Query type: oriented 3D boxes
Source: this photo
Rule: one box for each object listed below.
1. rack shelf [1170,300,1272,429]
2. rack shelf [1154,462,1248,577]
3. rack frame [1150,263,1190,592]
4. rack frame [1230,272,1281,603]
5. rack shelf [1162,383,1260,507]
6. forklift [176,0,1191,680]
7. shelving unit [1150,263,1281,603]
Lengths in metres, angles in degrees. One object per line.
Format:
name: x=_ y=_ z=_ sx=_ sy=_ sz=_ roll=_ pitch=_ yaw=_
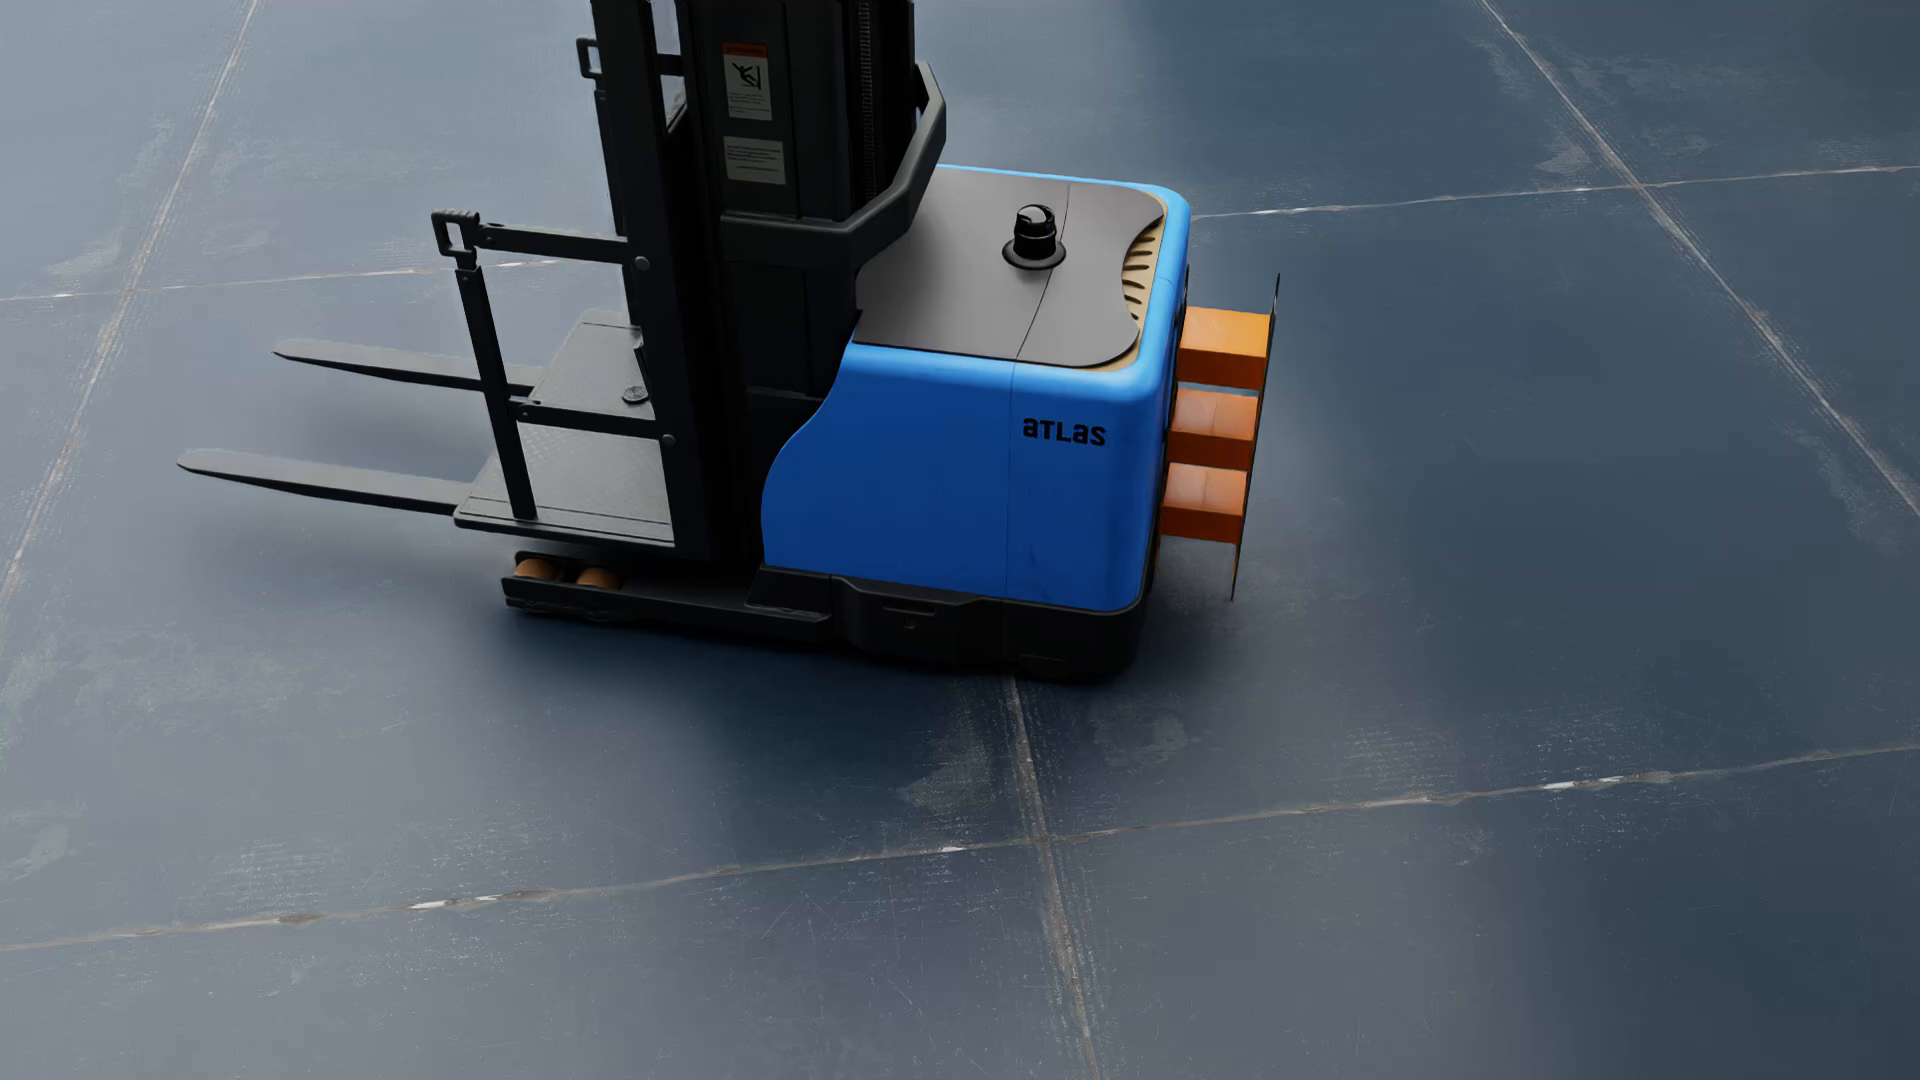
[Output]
rack shelf: x=0.722 y=-0.485 z=4.596 sx=0.240 sy=0.259 sz=0.215 roll=8 pitch=43 yaw=8
rack shelf: x=0.722 y=-0.068 z=4.972 sx=0.240 sy=0.259 sz=0.215 roll=8 pitch=43 yaw=8
rack frame: x=0.602 y=-0.298 z=4.797 sx=0.008 sy=1.050 sz=0.200 roll=8 pitch=43 yaw=8
rack frame: x=0.842 y=-0.266 z=4.761 sx=0.008 sy=1.050 sz=0.200 roll=8 pitch=43 yaw=8
rack shelf: x=0.722 y=-0.274 z=4.786 sx=0.240 sy=0.259 sz=0.215 roll=8 pitch=43 yaw=8
forklift: x=-0.895 y=-1.182 z=4.372 sx=3.031 sy=2.935 sz=1.130 roll=8 pitch=43 yaw=8
shelving unit: x=0.722 y=-0.282 z=4.779 sx=0.252 sy=1.050 sz=0.215 roll=8 pitch=43 yaw=8
